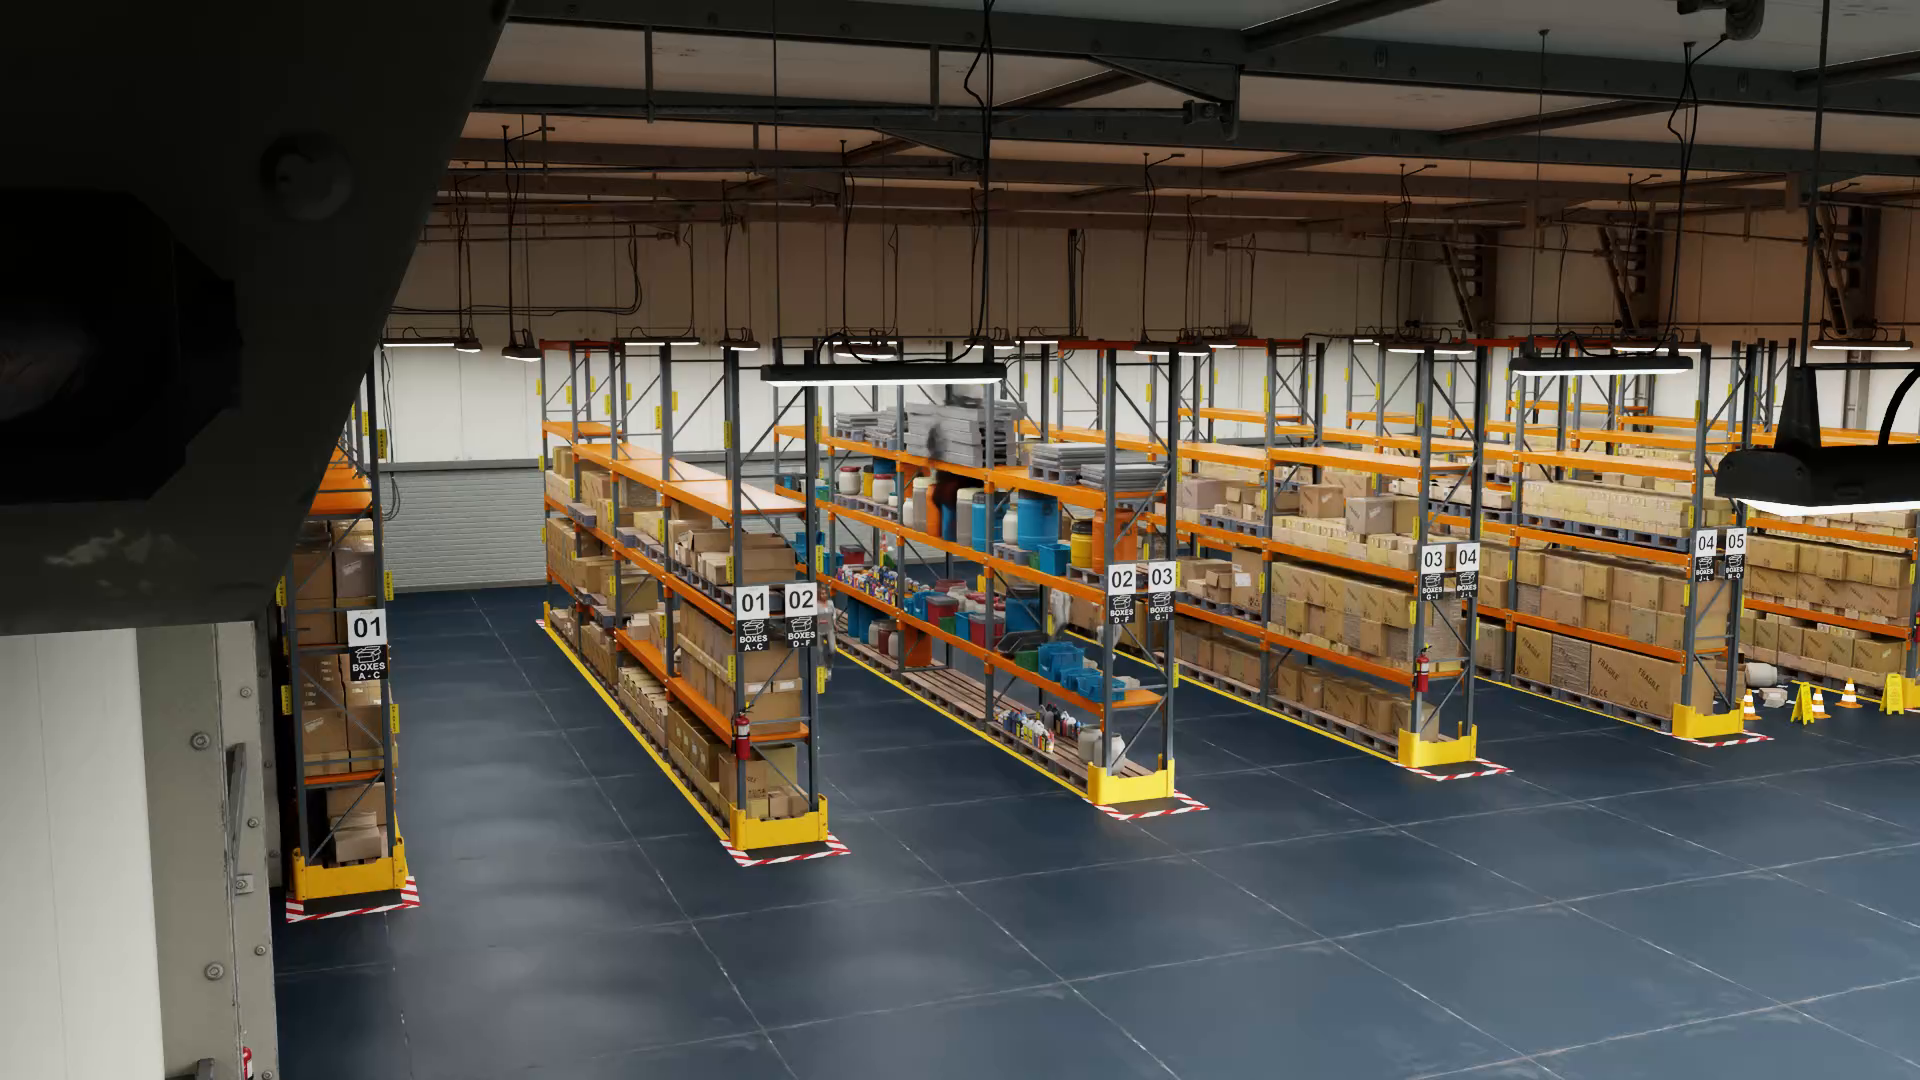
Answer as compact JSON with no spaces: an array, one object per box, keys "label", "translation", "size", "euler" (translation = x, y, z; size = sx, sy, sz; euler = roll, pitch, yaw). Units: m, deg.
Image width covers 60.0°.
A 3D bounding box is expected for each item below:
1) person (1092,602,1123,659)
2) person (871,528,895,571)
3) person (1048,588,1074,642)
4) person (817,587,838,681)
[{"label":"person","translation":[2.760,1.296,30.230],"size":[0.701,1.693,0.792],"euler":[-5,9,-31]},{"label":"person","translation":[-1.838,0.328,39.461],"size":[0.610,1.738,0.674],"euler":[0,7,-3]},{"label":"person","translation":[1.958,1.247,31.900],"size":[0.580,1.634,0.636],"euler":[-3,8,-20]},{"label":"person","translation":[-2.285,1.601,28.209],"size":[0.510,1.616,0.635],"euler":[-3,8,-19]}]
